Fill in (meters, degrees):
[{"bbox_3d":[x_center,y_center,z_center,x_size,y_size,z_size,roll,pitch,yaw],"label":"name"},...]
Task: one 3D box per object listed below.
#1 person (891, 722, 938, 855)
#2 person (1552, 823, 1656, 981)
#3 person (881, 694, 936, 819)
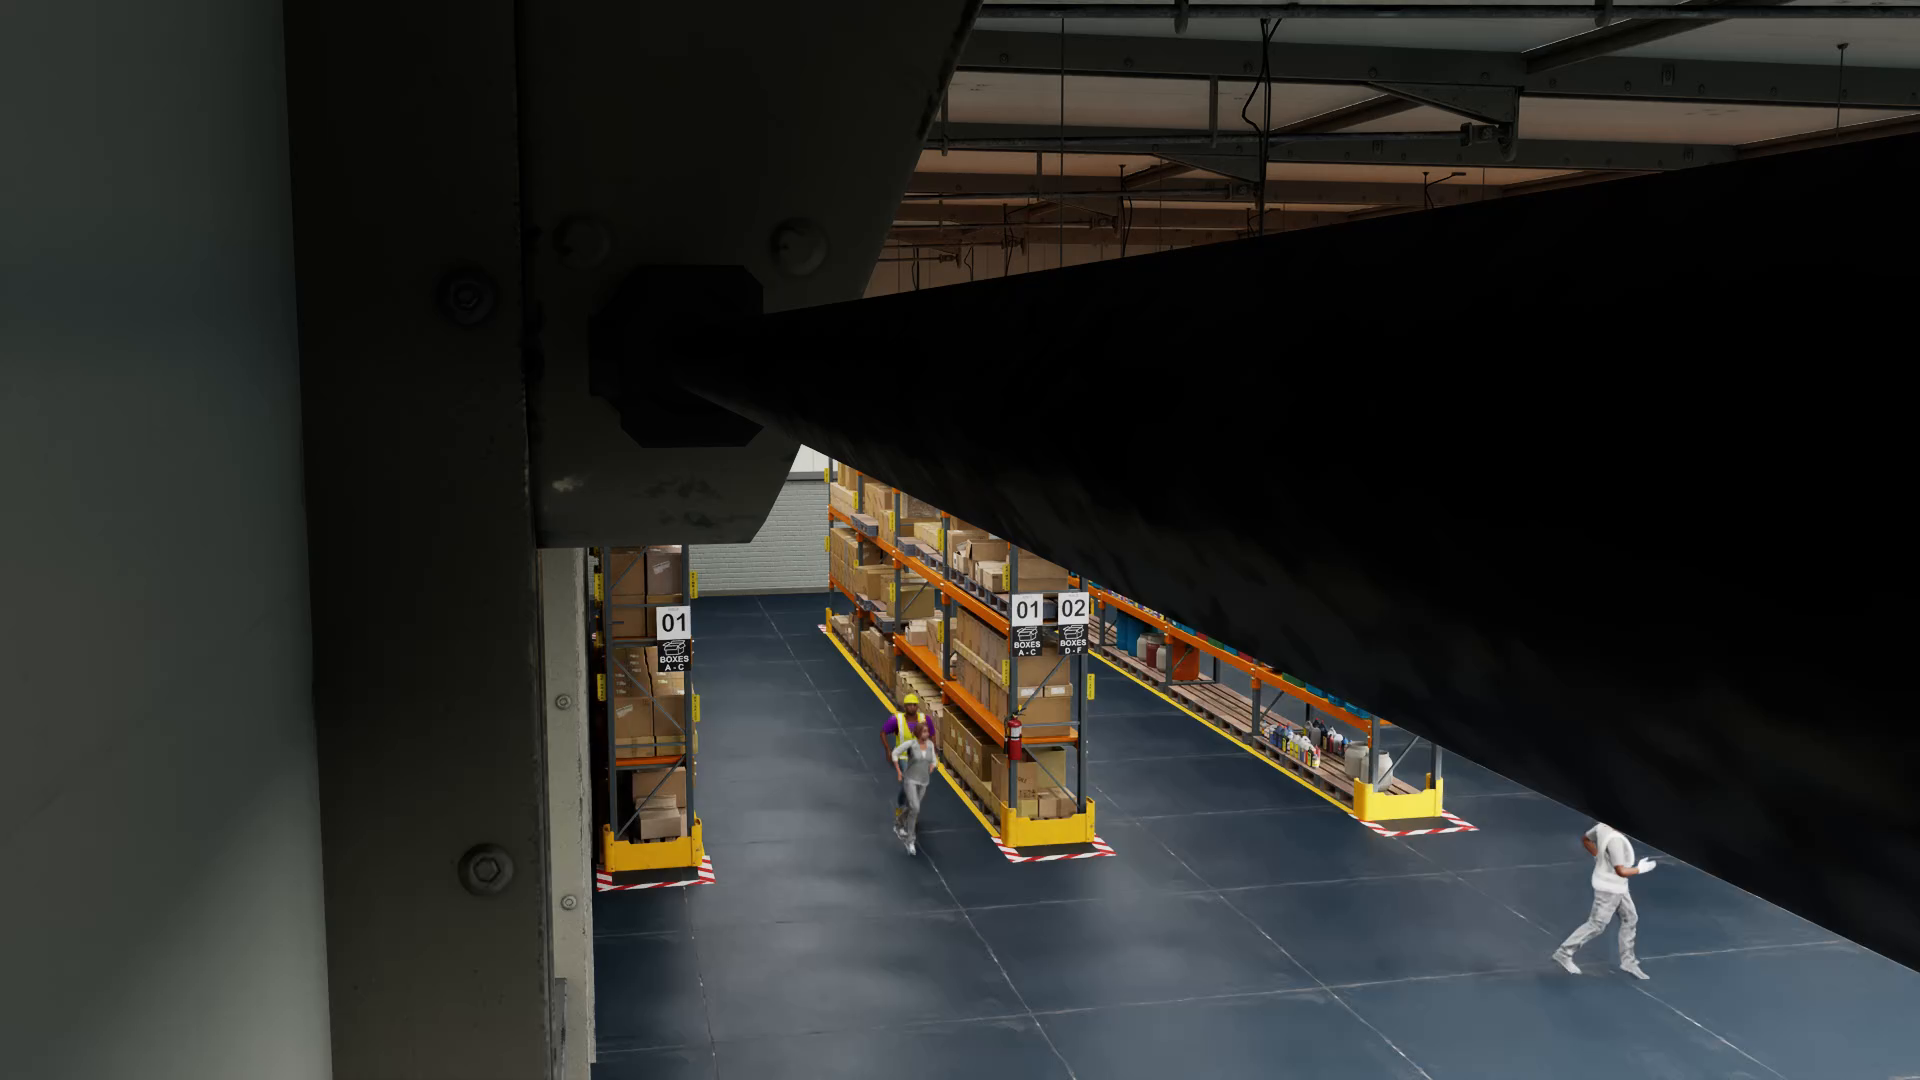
[{"bbox_3d":[-0.563,3.083,20.948,0.555,1.628,0.720,-4,8,-33],"label":"person"},{"bbox_3d":[6.410,3.486,16.552,0.938,1.823,0.696,2,7,16],"label":"person"},{"bbox_3d":[-0.631,2.878,21.818,0.701,1.737,0.628,-2,7,-18],"label":"person"}]
